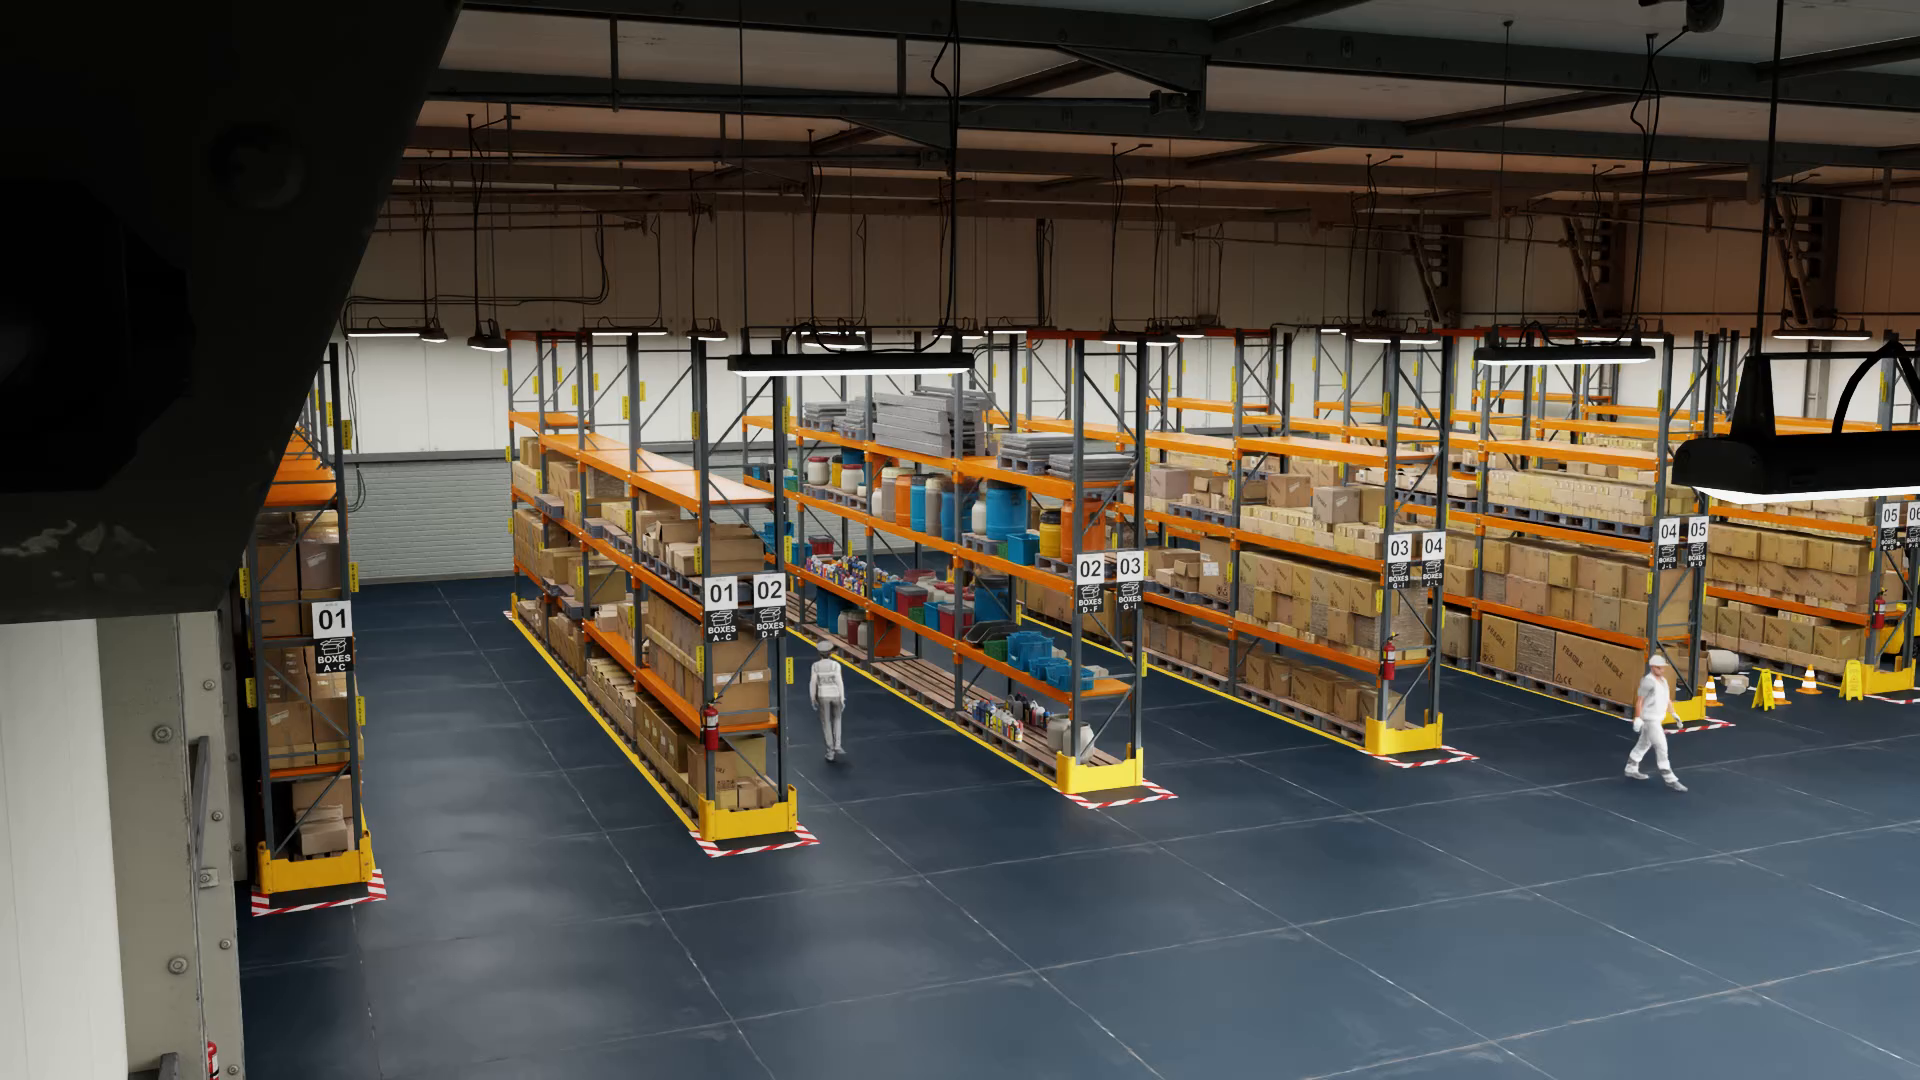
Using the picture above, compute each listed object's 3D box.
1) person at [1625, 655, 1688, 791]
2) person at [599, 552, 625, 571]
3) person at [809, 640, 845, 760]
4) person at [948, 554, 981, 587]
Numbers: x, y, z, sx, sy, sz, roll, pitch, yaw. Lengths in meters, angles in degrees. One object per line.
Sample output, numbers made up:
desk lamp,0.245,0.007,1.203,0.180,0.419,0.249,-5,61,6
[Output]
person,9.386,2.413,22.291,0.901,1.753,0.551,8,11,44
person,-7.526,0.602,35.674,1.024,1.708,0.624,6,10,35
person,-1.891,2.277,23.707,0.497,1.682,0.494,-1,8,-11
person,0.121,0.630,35.483,0.627,1.711,1.129,-3,8,-20
